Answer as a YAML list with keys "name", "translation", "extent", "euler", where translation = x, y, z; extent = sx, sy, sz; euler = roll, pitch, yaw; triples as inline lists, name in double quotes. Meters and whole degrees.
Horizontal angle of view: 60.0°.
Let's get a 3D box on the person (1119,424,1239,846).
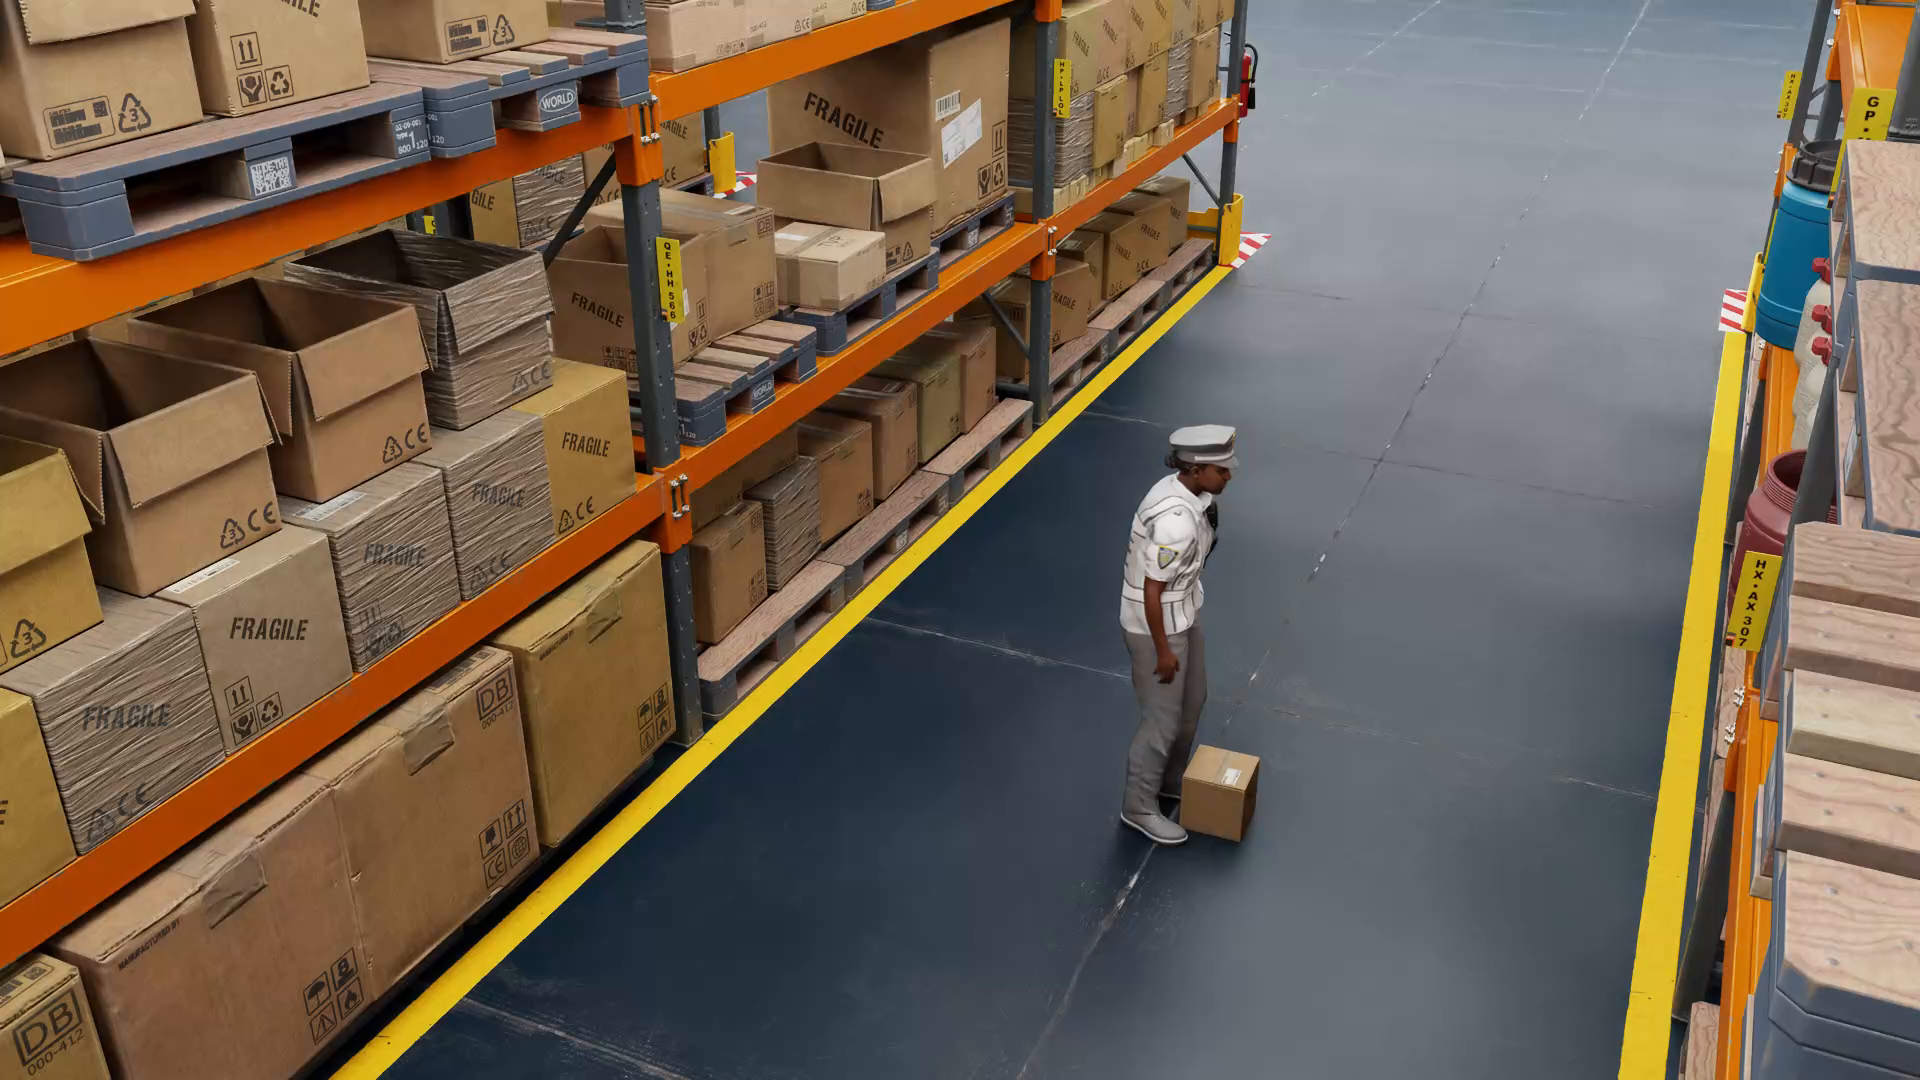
- name: "person"
  translation: [0.834, 0.341, 6.423]
  extent: [0.428, 1.660, 0.530]
  euler: [10, 28, 19]
